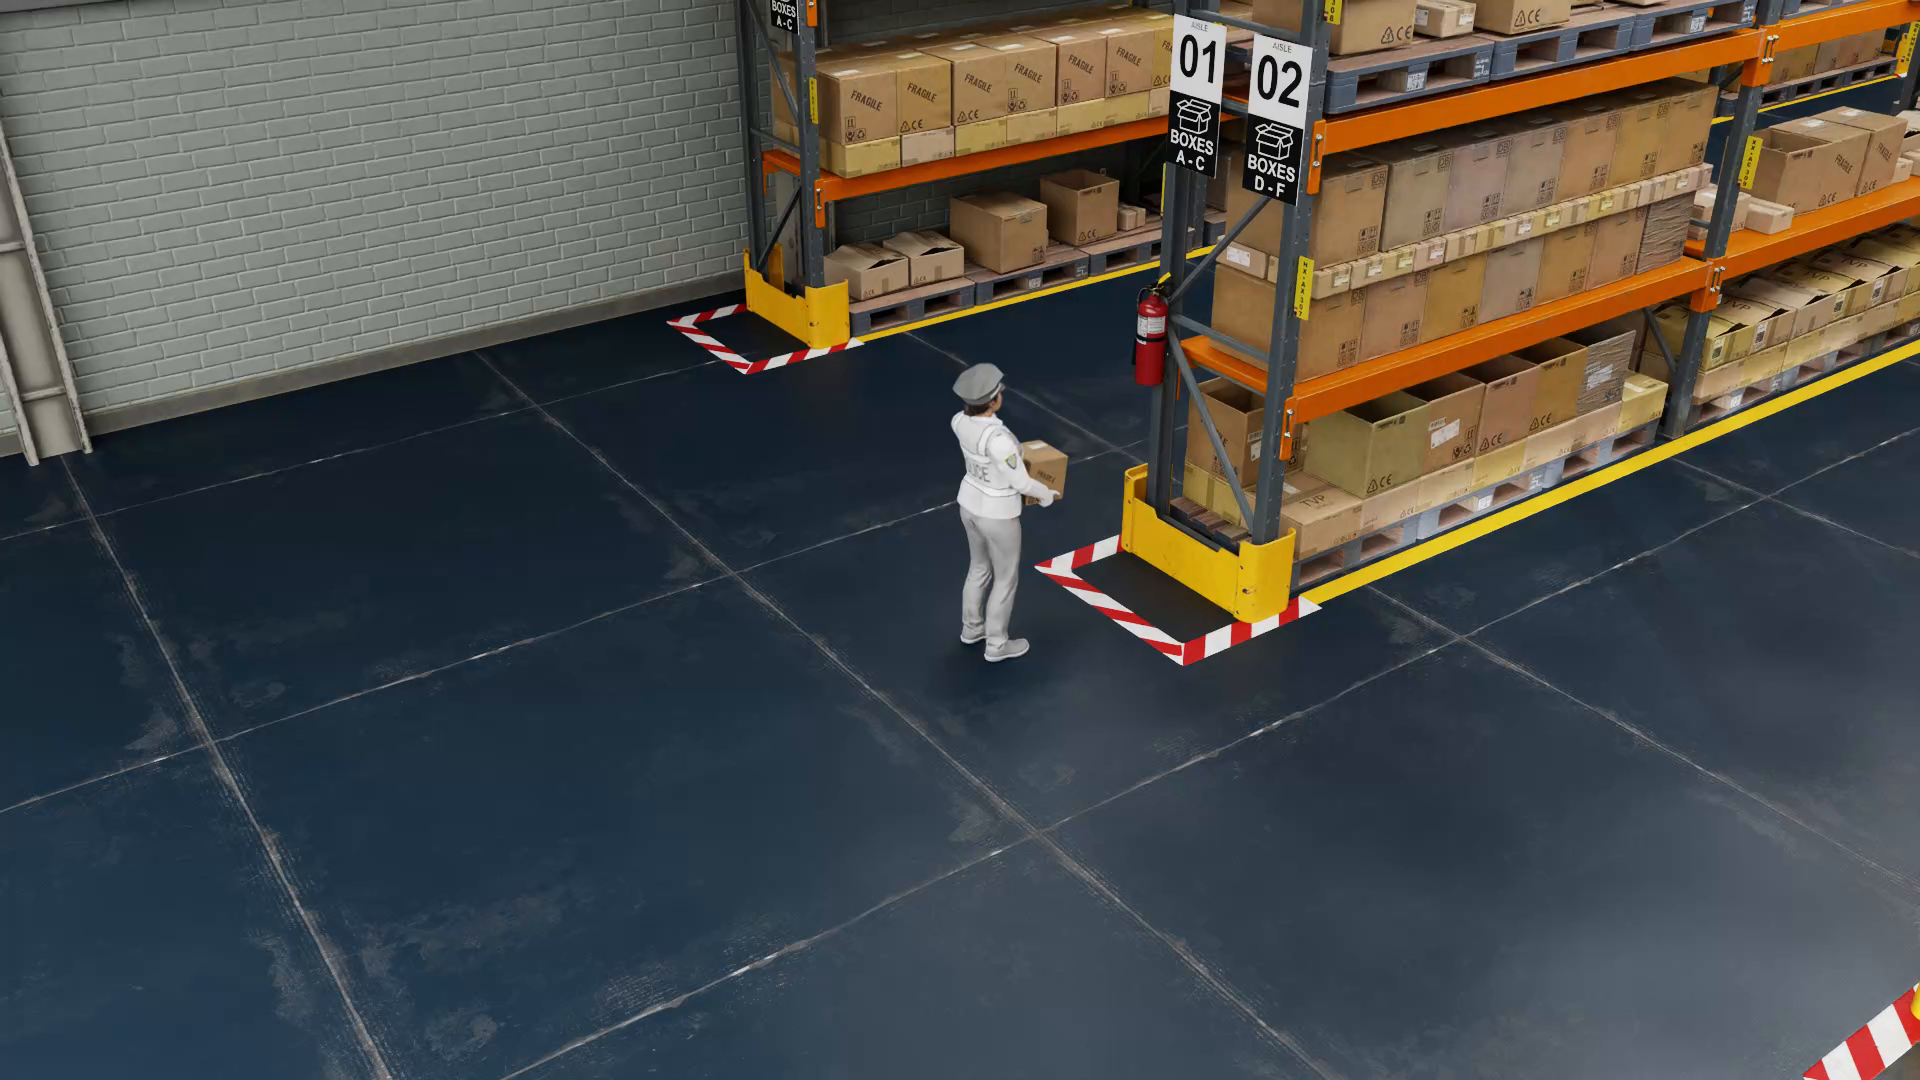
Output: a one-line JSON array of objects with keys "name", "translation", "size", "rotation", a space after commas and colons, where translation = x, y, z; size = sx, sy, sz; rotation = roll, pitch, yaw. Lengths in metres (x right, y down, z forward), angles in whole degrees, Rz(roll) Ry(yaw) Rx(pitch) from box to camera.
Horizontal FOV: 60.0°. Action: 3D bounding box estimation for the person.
[{"name": "person", "translation": [0.232, -0.166, 8.905], "size": [0.554, 1.687, 0.459], "rotation": [-18, 34, -30]}]
